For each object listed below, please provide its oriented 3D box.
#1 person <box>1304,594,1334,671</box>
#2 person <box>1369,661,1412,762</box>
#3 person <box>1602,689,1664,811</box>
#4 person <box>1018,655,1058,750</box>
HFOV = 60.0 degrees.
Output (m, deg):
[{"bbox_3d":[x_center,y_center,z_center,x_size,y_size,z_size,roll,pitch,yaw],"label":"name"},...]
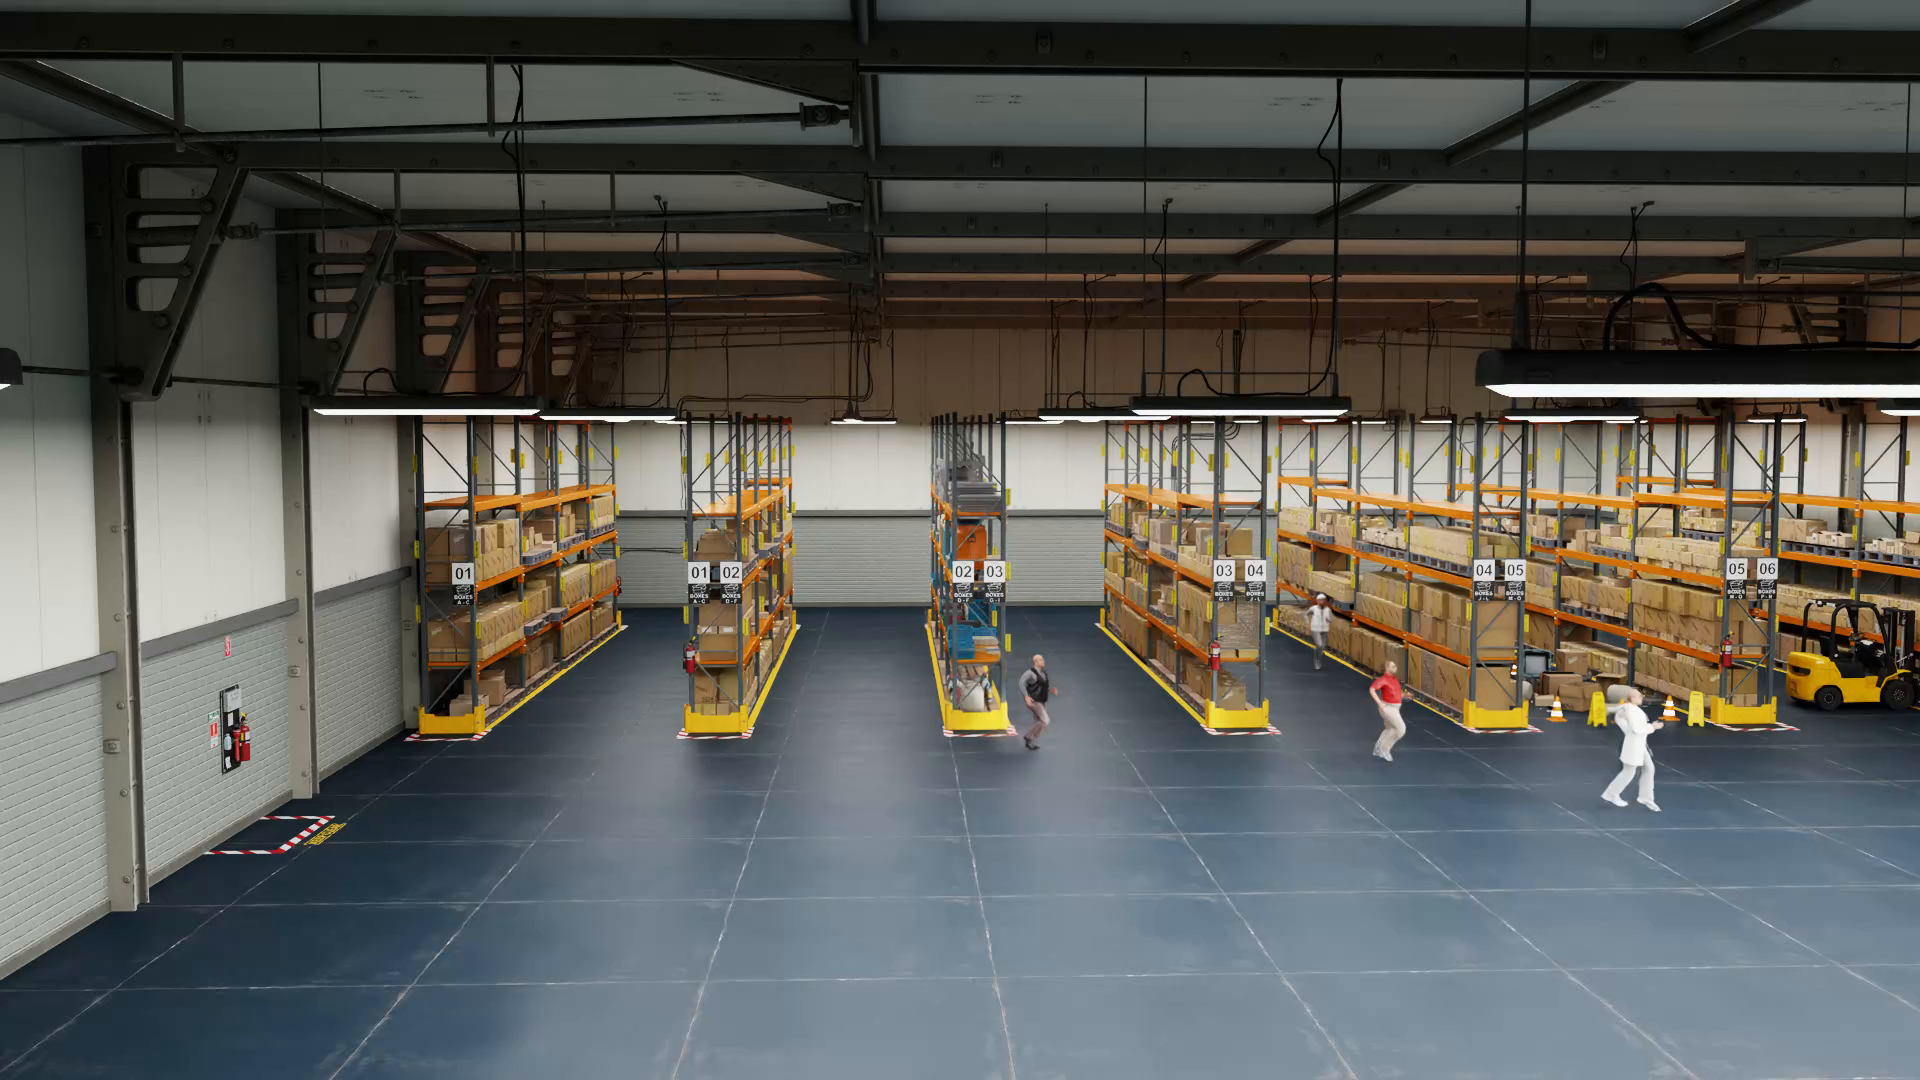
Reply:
[{"bbox_3d":[8.502,2.170,39.241,0.637,1.814,0.699,-1,4,-11],"label":"person"},{"bbox_3d":[7.399,2.931,28.478,0.685,1.719,0.637,2,5,31],"label":"person"},{"bbox_3d":[10.049,3.131,24.827,0.832,1.831,0.685,2,4,26],"label":"person"},{"bbox_3d":[1.408,2.871,29.390,0.617,1.692,0.667,2,4,30],"label":"person"}]
